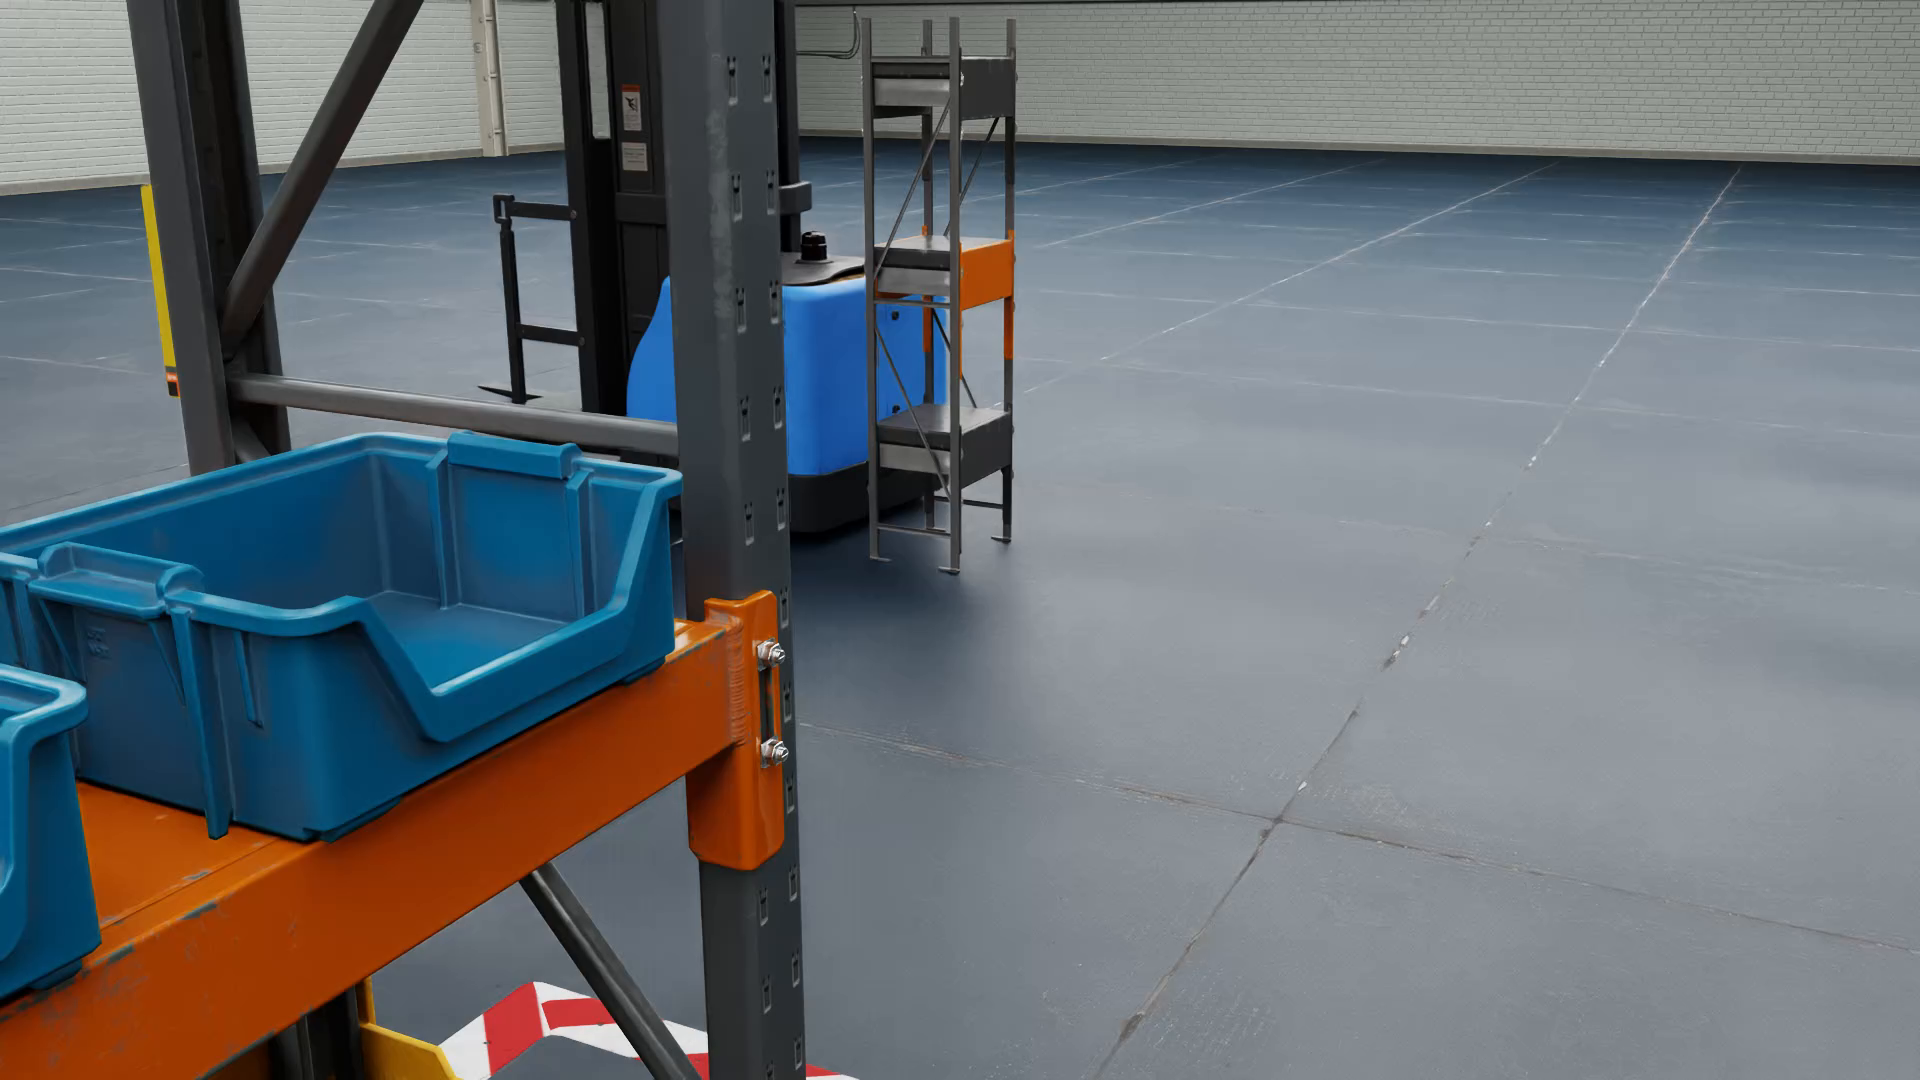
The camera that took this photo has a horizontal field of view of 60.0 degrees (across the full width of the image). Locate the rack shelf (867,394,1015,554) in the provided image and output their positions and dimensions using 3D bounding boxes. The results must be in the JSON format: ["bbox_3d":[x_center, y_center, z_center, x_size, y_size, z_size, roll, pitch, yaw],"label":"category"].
[{"bbox_3d":[-0.074,-0.280,6.787,0.431,0.518,0.480,8,18,25],"label":"rack shelf"}]

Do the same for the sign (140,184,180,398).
[{"bbox_3d":[-1.188,-0.374,2.528,0.100,0.325,0.005,8,18,25],"label":"sign"}]

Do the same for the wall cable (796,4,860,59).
[{"bbox_3d":[-3.649,-12.240,37.882,3.097,2.526,0.112,8,18,25],"label":"wall cable"}]

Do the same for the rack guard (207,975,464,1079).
[{"bbox_3d":[-0.689,1.054,2.598,1.175,0.500,0.348,8,18,25],"label":"rack guard"}]

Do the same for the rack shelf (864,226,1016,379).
[{"bbox_3d":[-0.074,-0.951,6.587,0.431,0.518,0.480,8,18,25],"label":"rack shelf"}]

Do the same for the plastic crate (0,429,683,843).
[{"bbox_3d":[-0.654,0.067,1.792,0.499,0.251,0.616,8,18,25],"label":"plastic crate"}]

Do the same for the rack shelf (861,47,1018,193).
[{"bbox_3d":[-0.074,-1.622,6.388,0.431,0.518,0.480,8,18,25],"label":"rack shelf"}]

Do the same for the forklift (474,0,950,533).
[{"bbox_3d":[-1.547,-1.722,7.674,3.031,2.935,1.130,11,20,33],"label":"forklift"}]

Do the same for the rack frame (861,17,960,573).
[{"bbox_3d":[-0.183,-0.902,6.374,0.400,2.100,0.015,8,18,25],"label":"rack frame"}]

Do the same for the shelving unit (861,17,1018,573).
[{"bbox_3d":[-0.074,-0.964,6.583,0.431,2.100,0.503,8,18,25],"label":"shelving unit"}]

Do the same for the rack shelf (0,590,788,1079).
[{"bbox_3d":[-1.591,0.684,0.715,1.077,0.370,4.000,8,18,25],"label":"rack shelf"}]

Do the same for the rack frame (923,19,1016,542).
[{"bbox_3d":[0.035,-1.027,6.793,0.400,2.100,0.015,8,18,25],"label":"rack frame"}]

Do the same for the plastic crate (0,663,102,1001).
[{"bbox_3d":[-0.949,0.232,1.237,0.499,0.251,0.408,8,18,25],"label":"plastic crate"}]

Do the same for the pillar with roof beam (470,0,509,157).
[{"bbox_3d":[-4.978,-11.070,28.490,9.100,9.000,0.400,8,18,25],"label":"pillar with roof beam"}]
